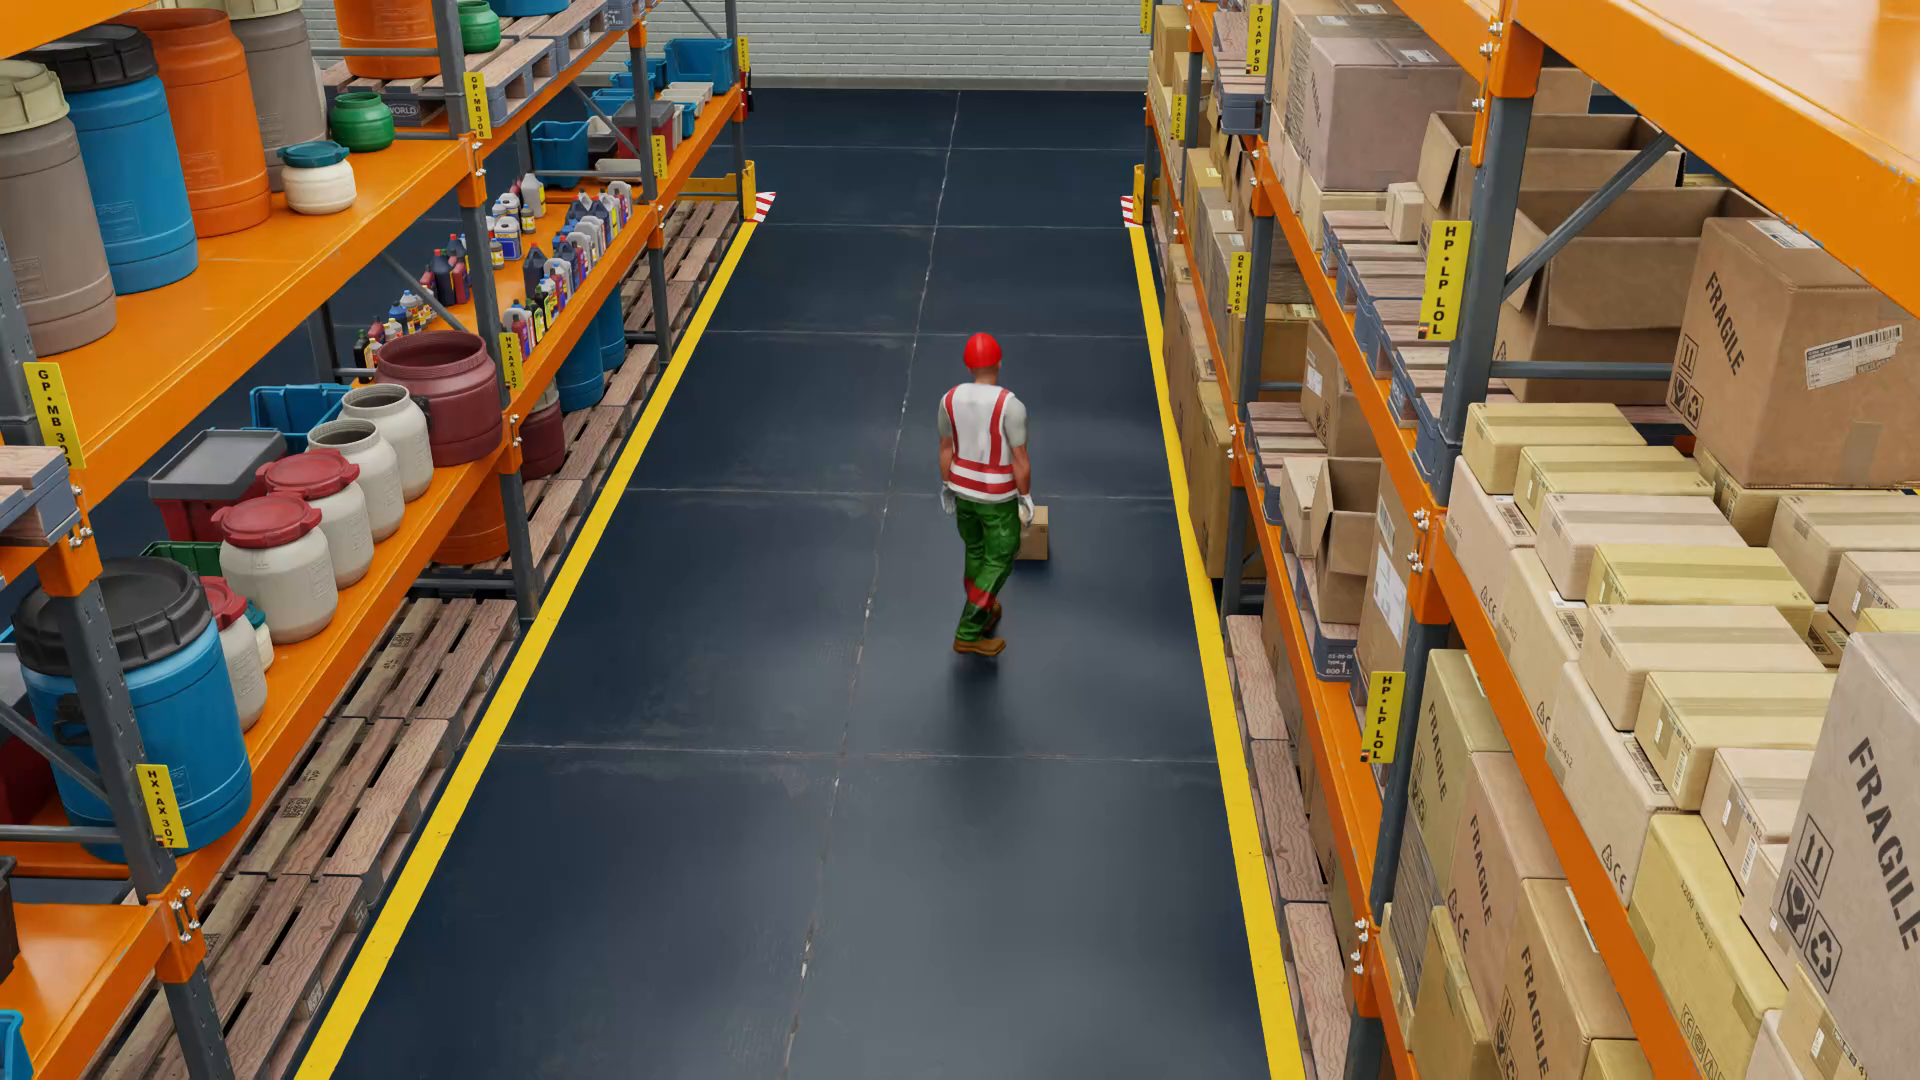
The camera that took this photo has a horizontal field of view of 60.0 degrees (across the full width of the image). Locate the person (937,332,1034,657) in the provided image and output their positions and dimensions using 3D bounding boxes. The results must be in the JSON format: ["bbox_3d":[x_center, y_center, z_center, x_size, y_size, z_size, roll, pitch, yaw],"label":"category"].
[{"bbox_3d":[0.115,-0.230,9.025,0.574,1.787,0.685,18,32,30],"label":"person"}]
